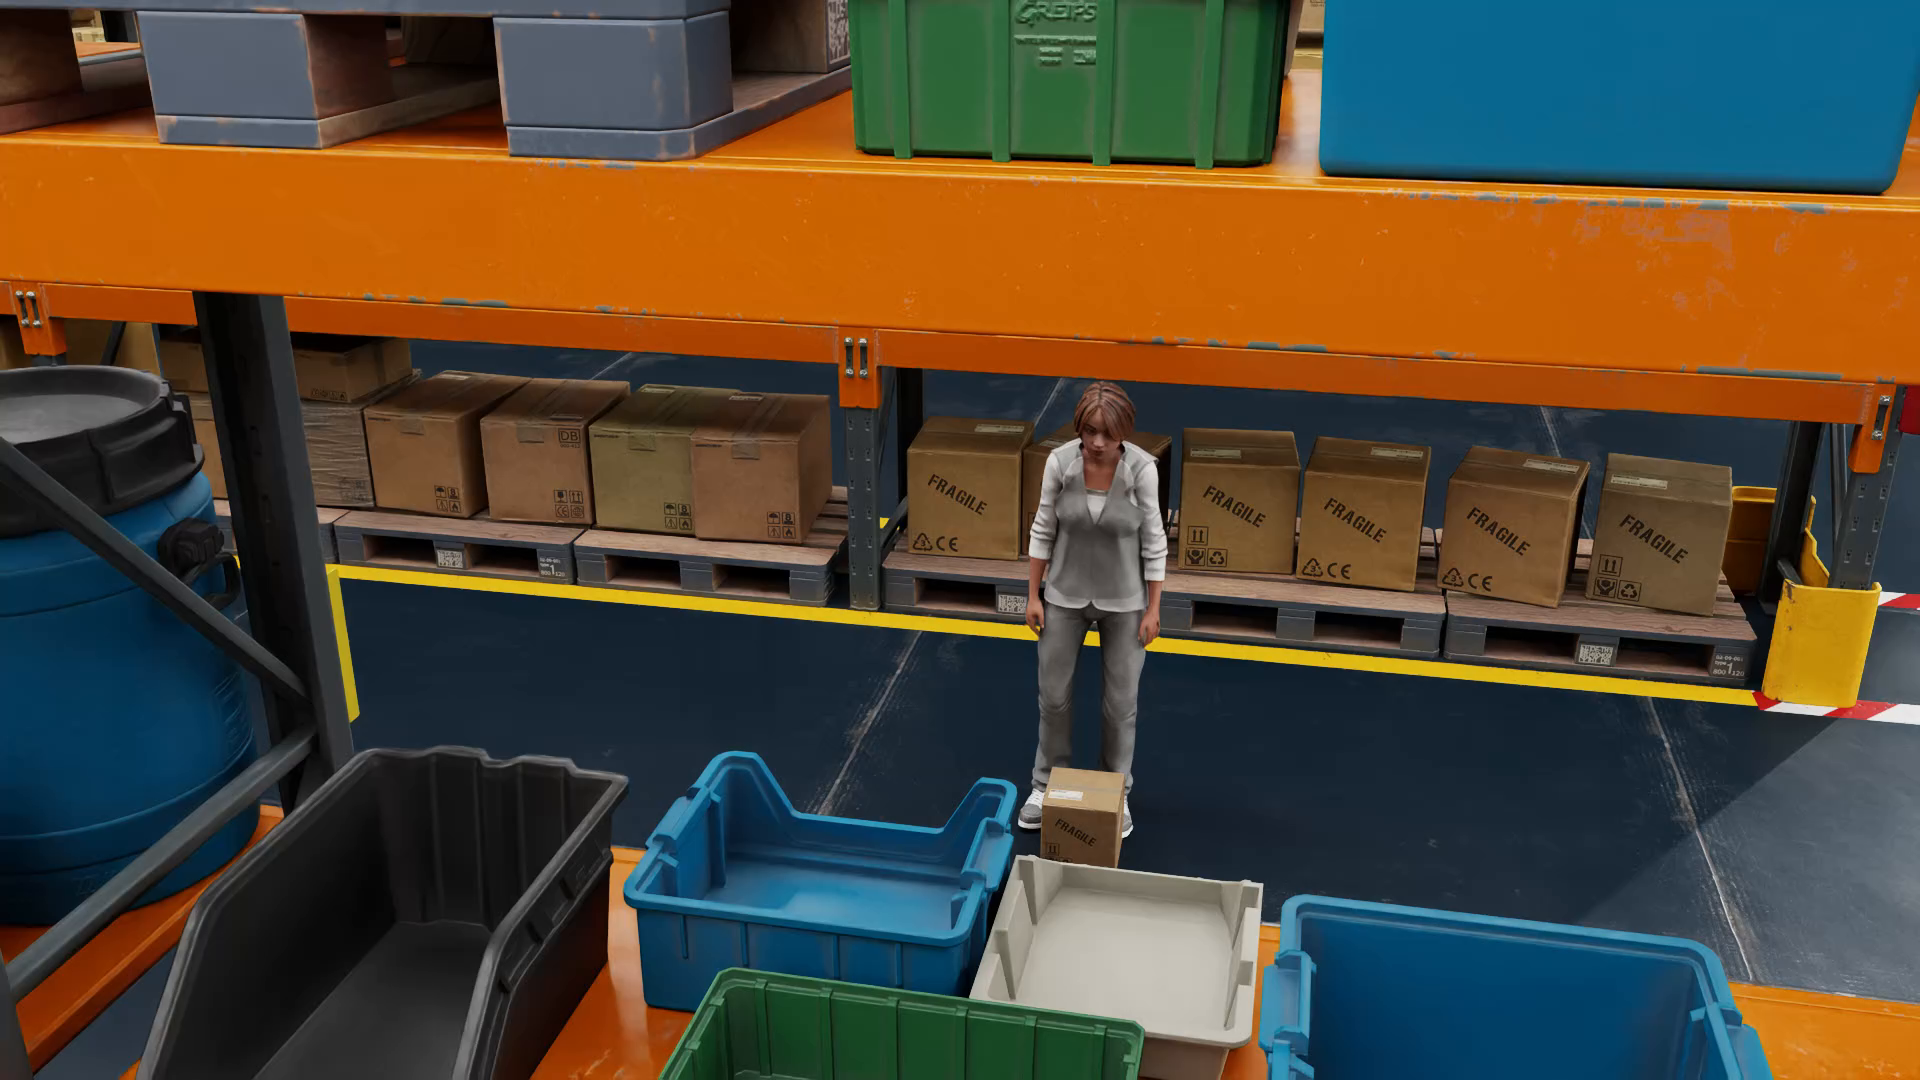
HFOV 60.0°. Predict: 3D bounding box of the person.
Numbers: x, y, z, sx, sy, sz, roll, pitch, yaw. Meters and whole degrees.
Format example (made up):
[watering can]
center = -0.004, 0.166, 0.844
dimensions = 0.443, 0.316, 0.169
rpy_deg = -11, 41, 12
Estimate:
[person]
center = -8.697, -2.543, 6.520
dimensions = 19.161, 6.000, 24.933
rpy_deg = 5, 22, 11
